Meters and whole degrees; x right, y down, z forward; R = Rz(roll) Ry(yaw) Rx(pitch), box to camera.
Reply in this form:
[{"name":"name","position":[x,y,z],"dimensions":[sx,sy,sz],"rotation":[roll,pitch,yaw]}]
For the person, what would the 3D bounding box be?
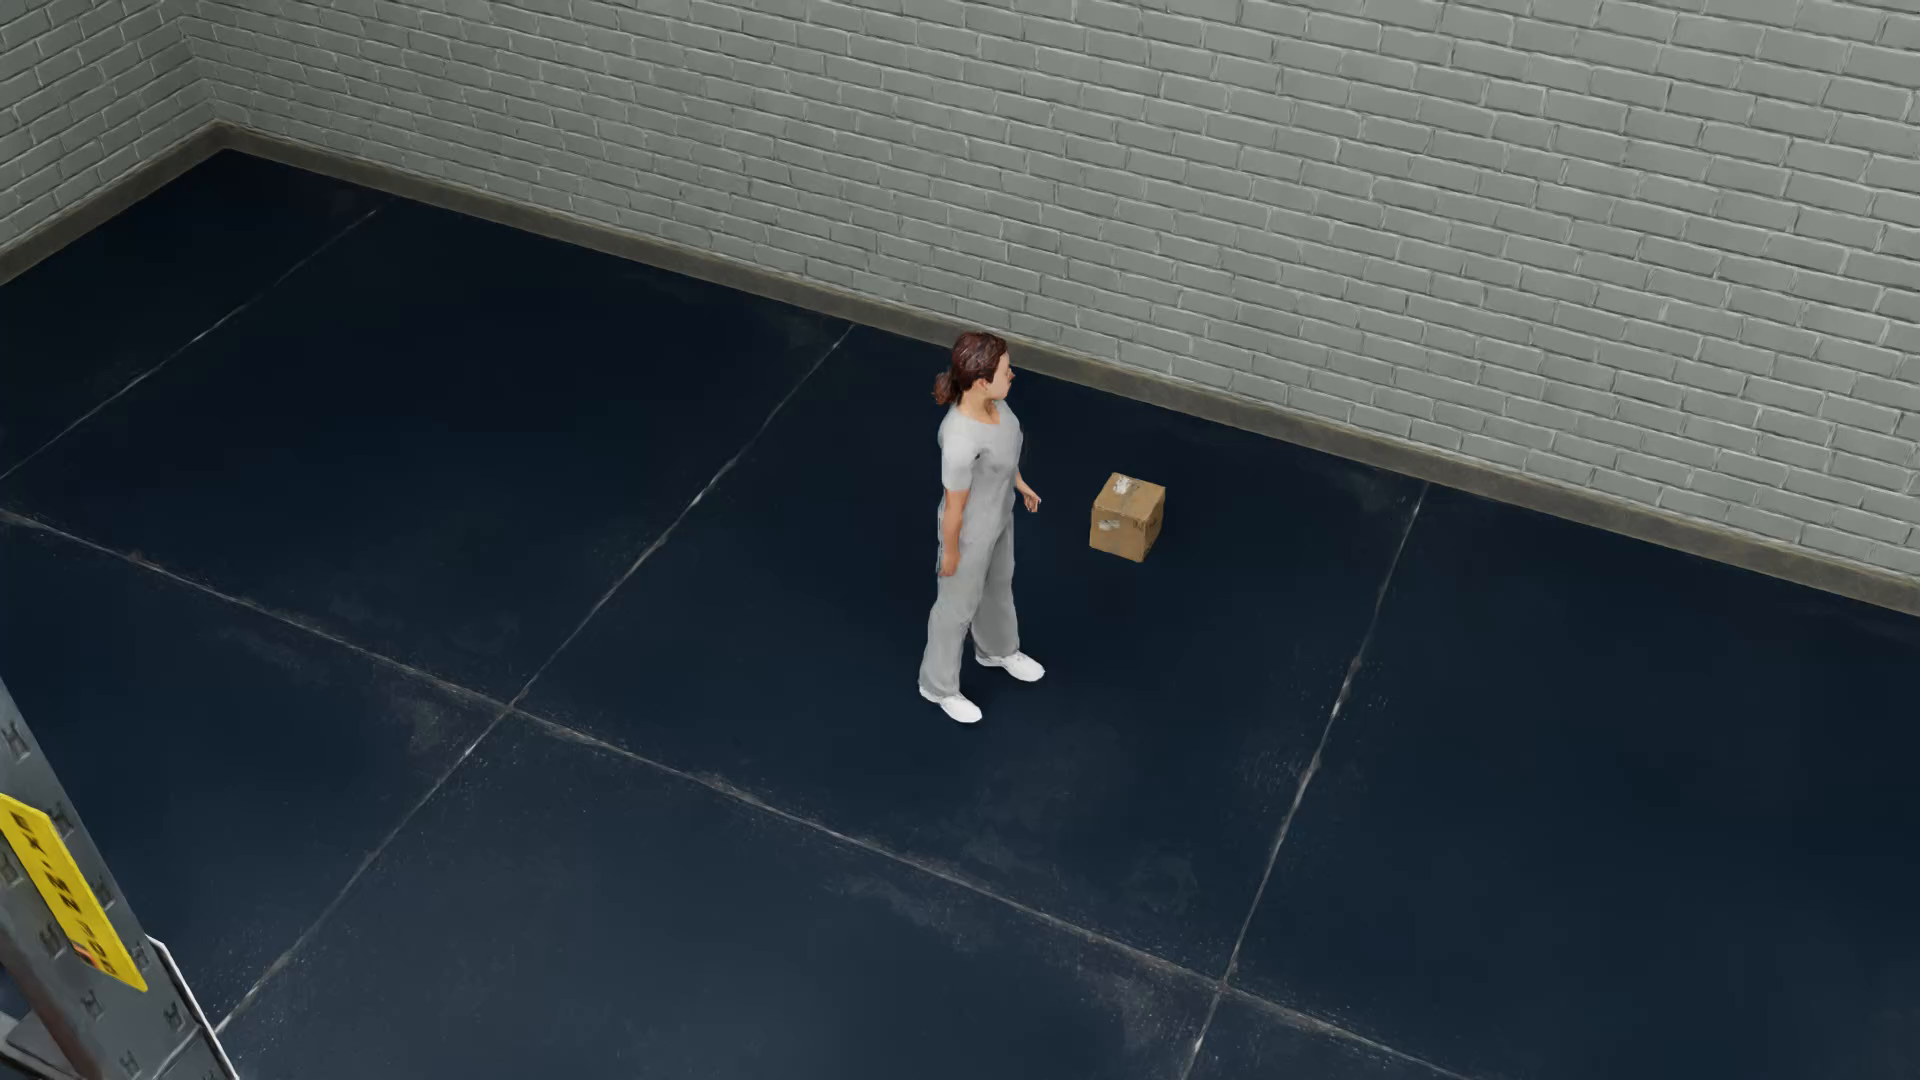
[{"name":"person","position":[0.098,-0.052,6.200],"dimensions":[0.468,1.664,0.525],"rotation":[12,43,13]}]
